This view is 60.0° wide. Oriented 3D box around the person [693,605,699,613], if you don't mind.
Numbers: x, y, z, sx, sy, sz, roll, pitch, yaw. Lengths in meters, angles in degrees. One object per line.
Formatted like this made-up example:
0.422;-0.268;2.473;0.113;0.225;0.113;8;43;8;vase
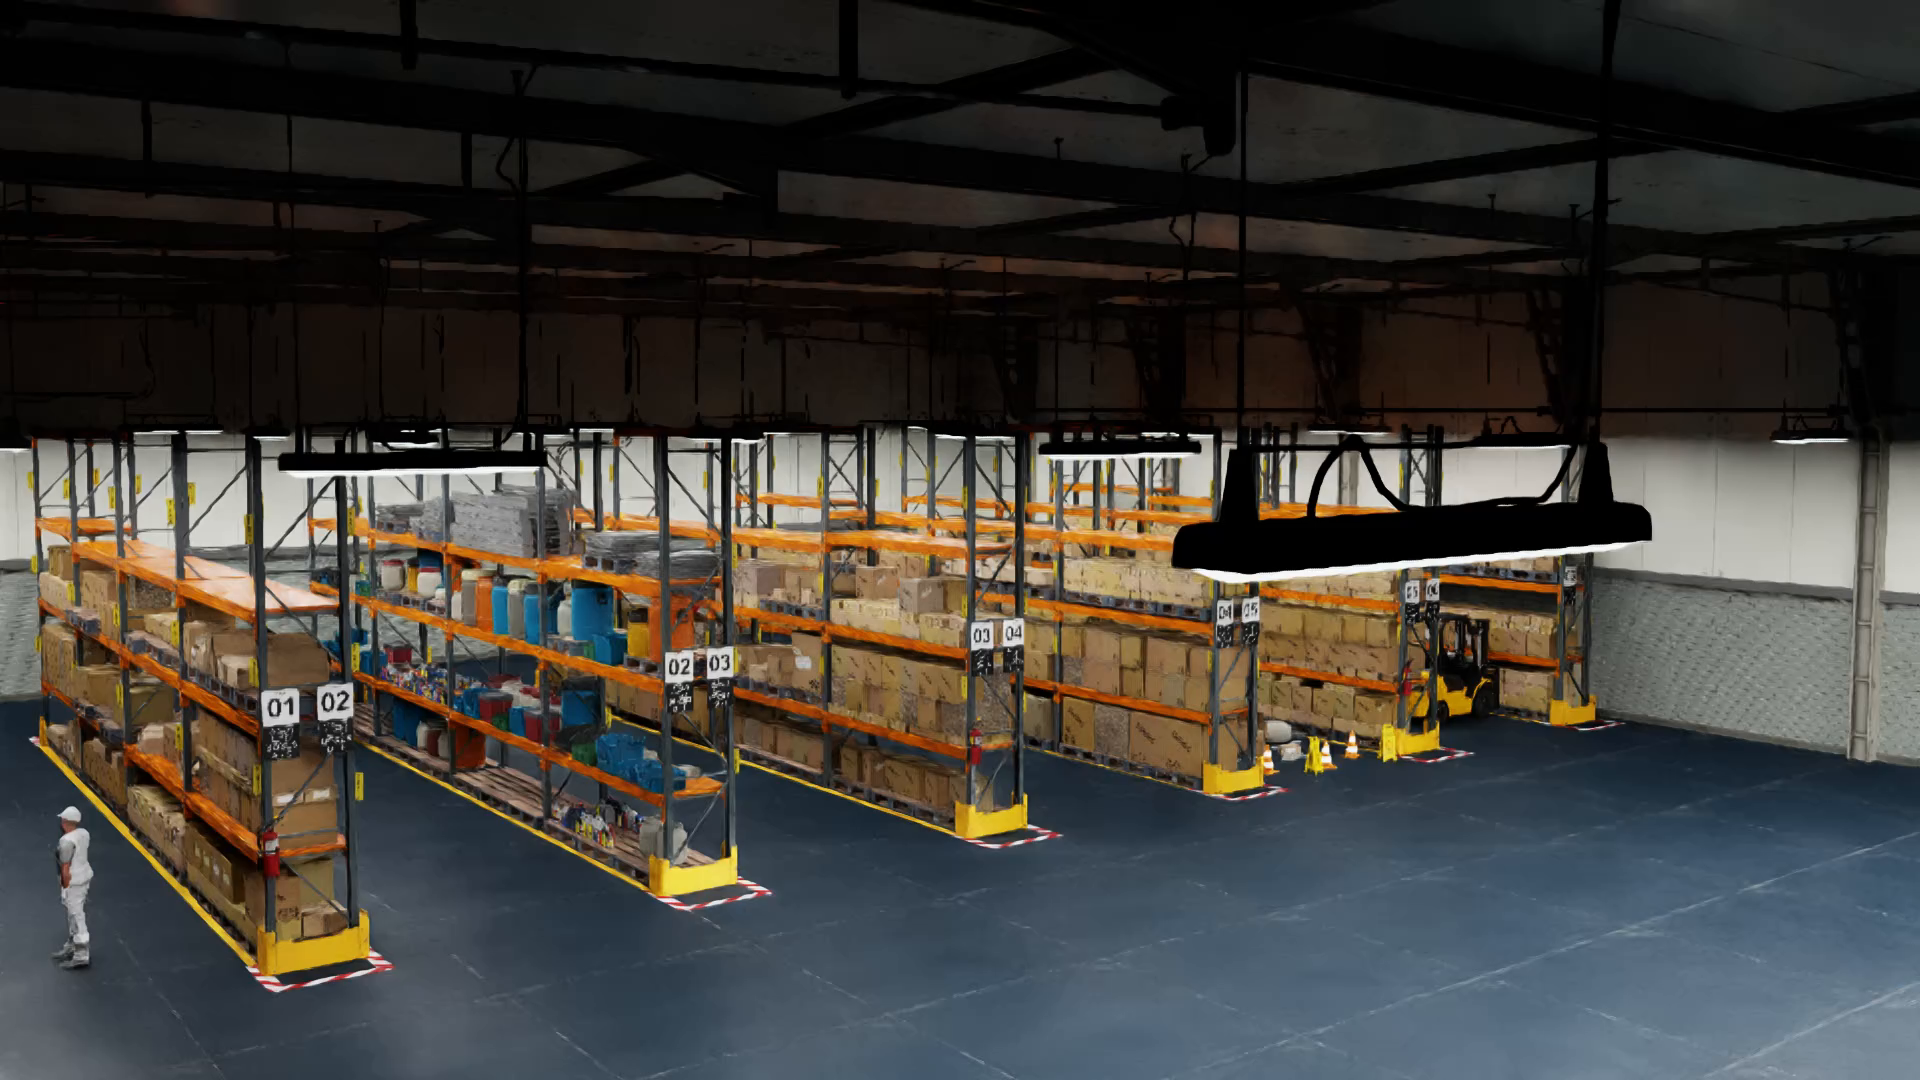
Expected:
-7.068;2.110;43.219;0.579;1.662;0.978;-1;5;-16;person

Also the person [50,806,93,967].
-10.173;3.904;18.968;0.489;1.730;0.608;0;4;-6;person
